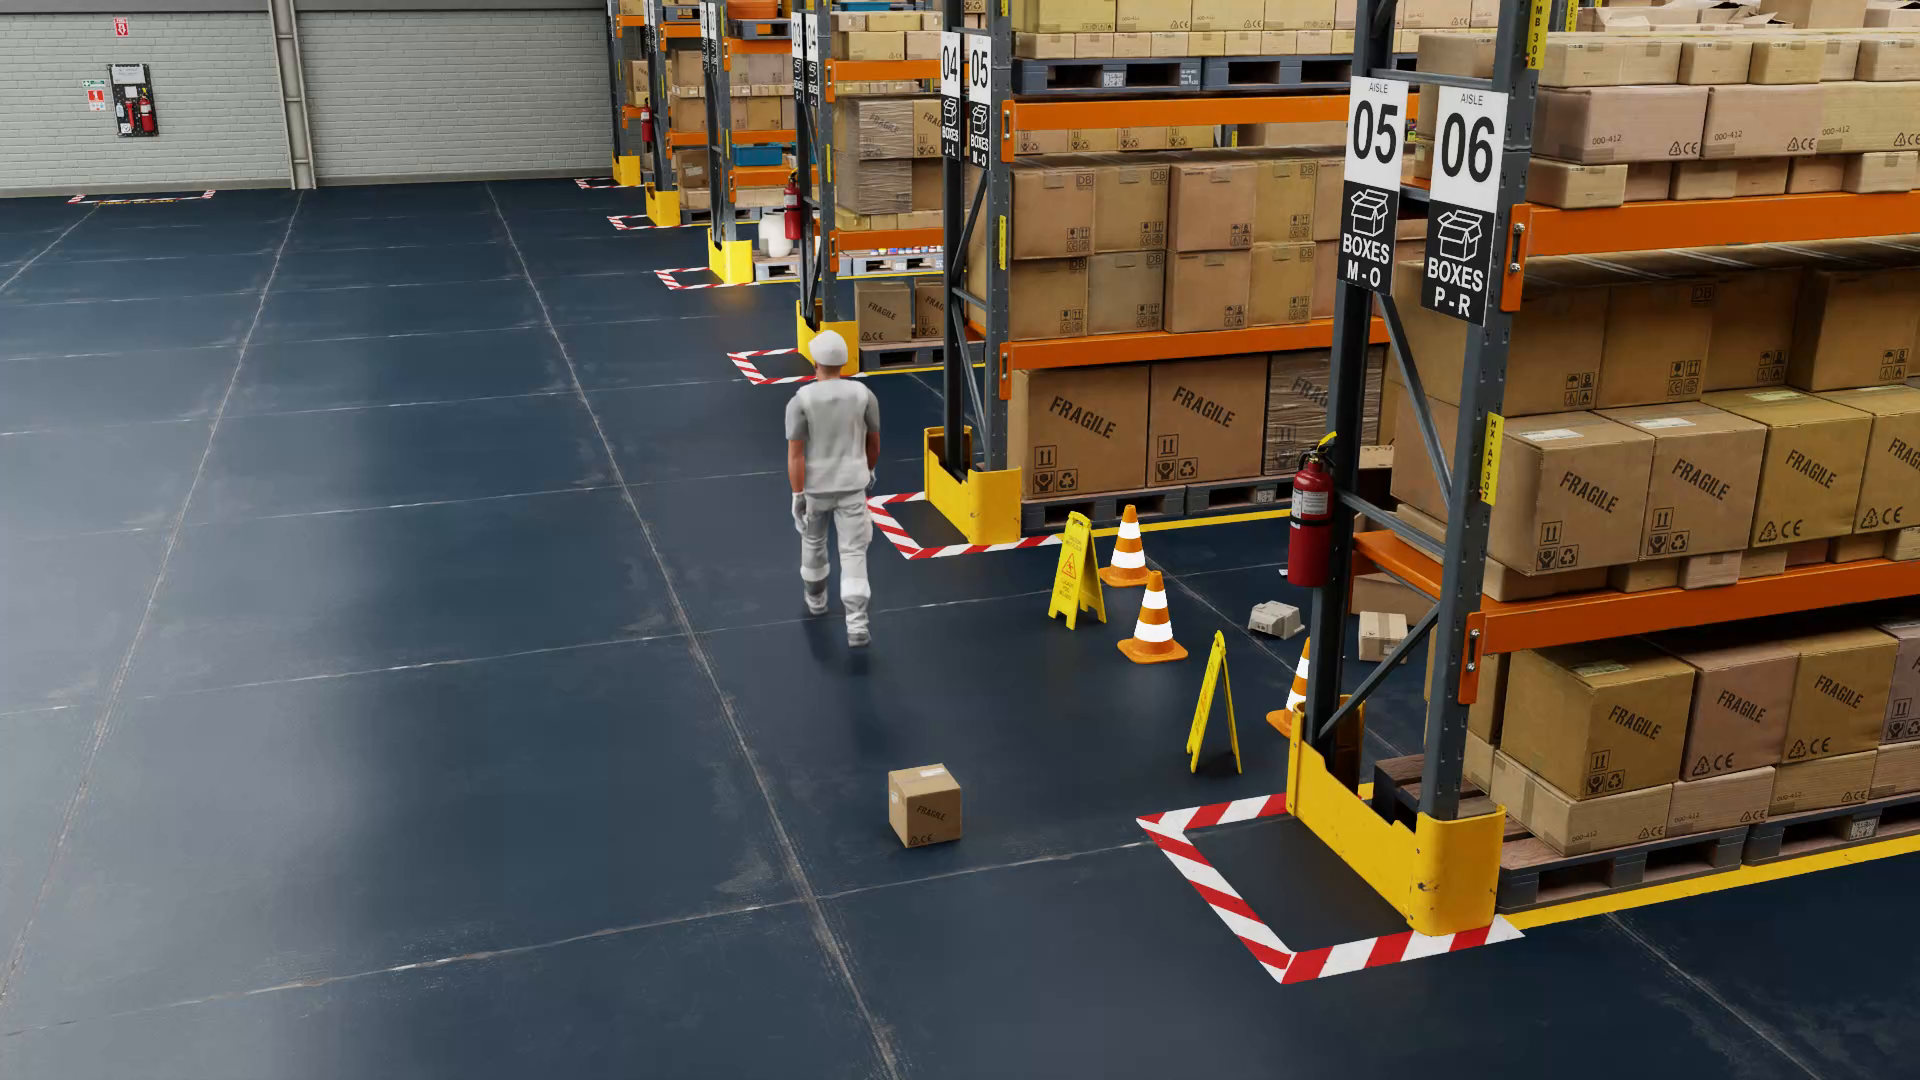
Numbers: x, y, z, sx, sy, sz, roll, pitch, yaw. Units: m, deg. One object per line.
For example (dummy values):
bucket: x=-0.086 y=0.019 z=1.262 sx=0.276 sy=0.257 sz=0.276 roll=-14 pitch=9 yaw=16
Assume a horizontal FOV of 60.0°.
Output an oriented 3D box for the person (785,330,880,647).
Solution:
person: x=-0.695 y=-0.306 z=9.177 sx=0.530 sy=1.743 sz=1.074 roll=-3 pitch=19 yaw=-9
